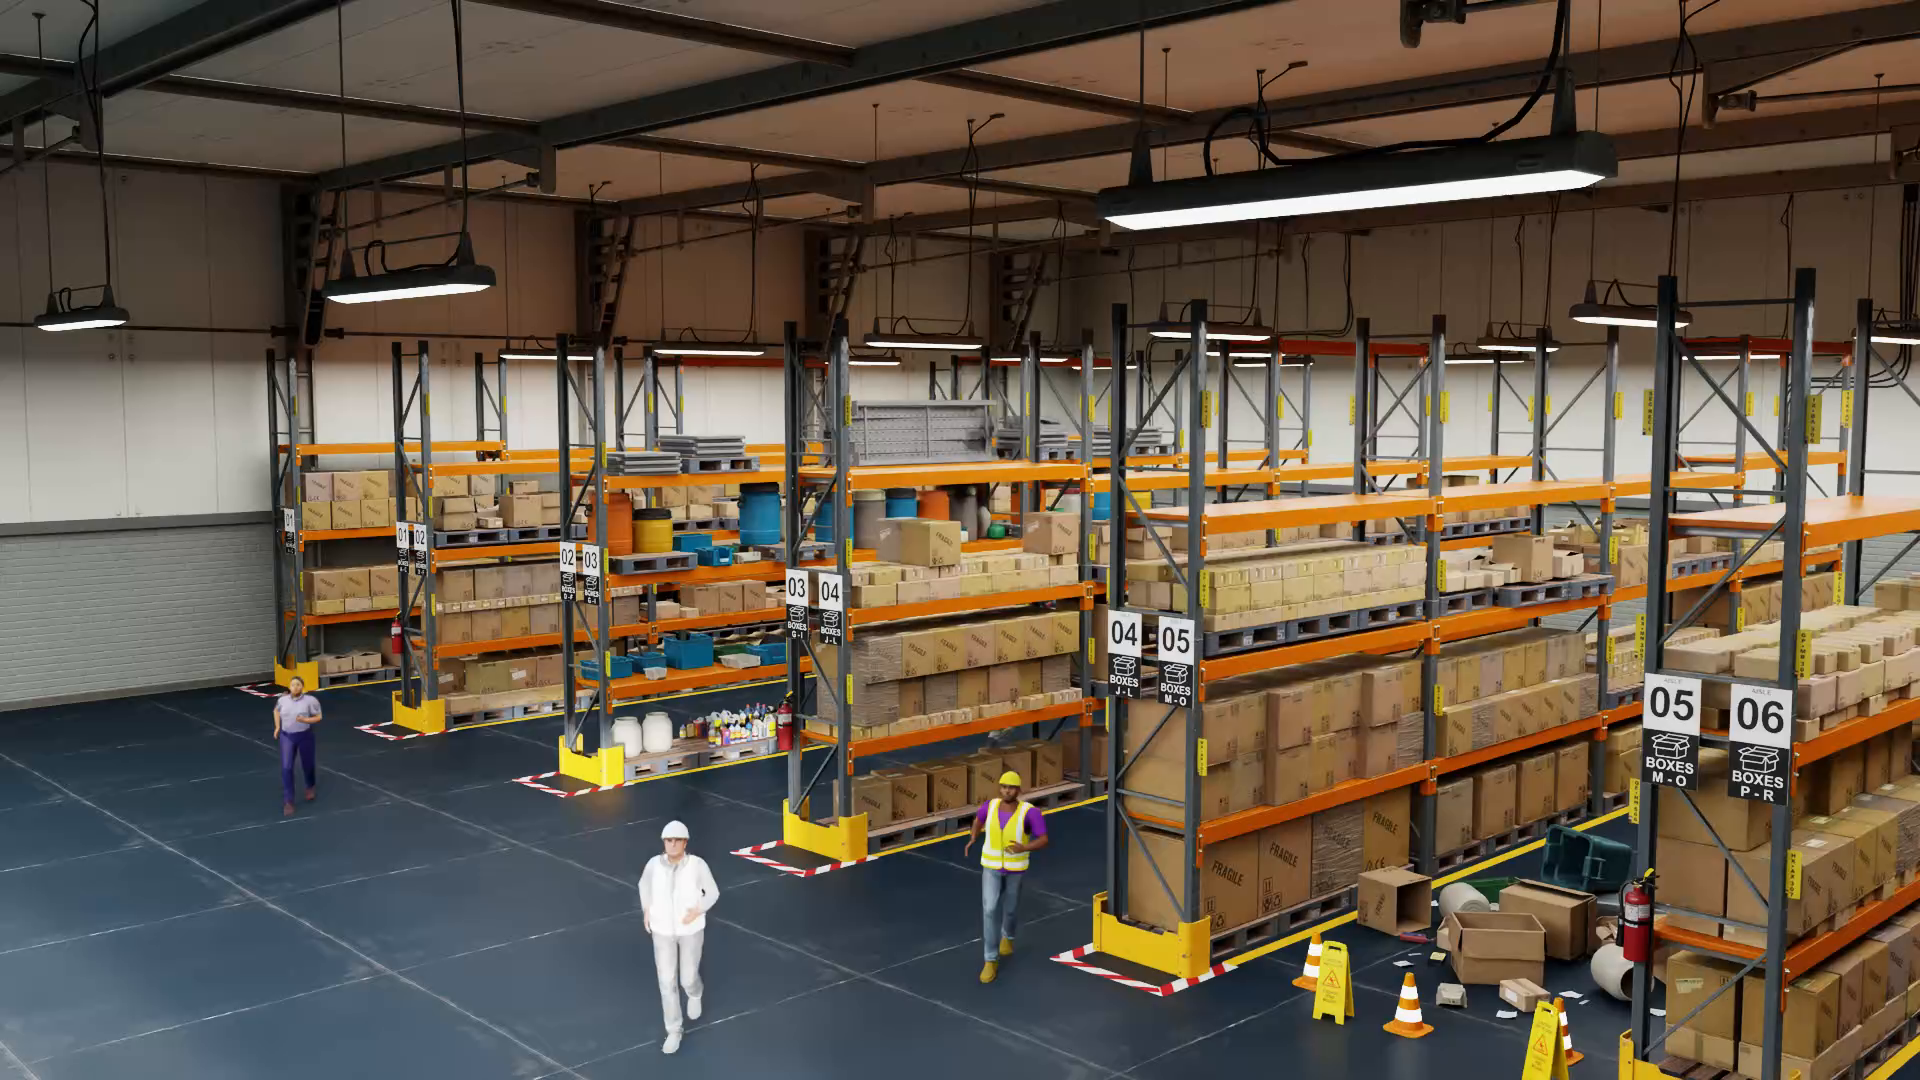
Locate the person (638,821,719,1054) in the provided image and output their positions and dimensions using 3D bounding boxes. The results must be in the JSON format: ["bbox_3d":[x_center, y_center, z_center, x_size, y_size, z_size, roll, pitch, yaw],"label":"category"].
[{"bbox_3d":[-2.270,3.130,13.405,0.666,1.777,0.824,0,5,-2],"label":"person"}]

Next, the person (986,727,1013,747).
[{"bbox_3d":[0.520,1.992,23.300,0.602,1.889,0.788,5,7,44],"label":"person"}]

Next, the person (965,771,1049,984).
[{"bbox_3d":[0.416,2.980,14.989,0.769,1.794,0.888,1,5,6],"label":"person"}]

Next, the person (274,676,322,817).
[{"bbox_3d":[-8.289,2.533,20.832,0.594,1.680,0.873,-1,5,-15],"label":"person"}]
